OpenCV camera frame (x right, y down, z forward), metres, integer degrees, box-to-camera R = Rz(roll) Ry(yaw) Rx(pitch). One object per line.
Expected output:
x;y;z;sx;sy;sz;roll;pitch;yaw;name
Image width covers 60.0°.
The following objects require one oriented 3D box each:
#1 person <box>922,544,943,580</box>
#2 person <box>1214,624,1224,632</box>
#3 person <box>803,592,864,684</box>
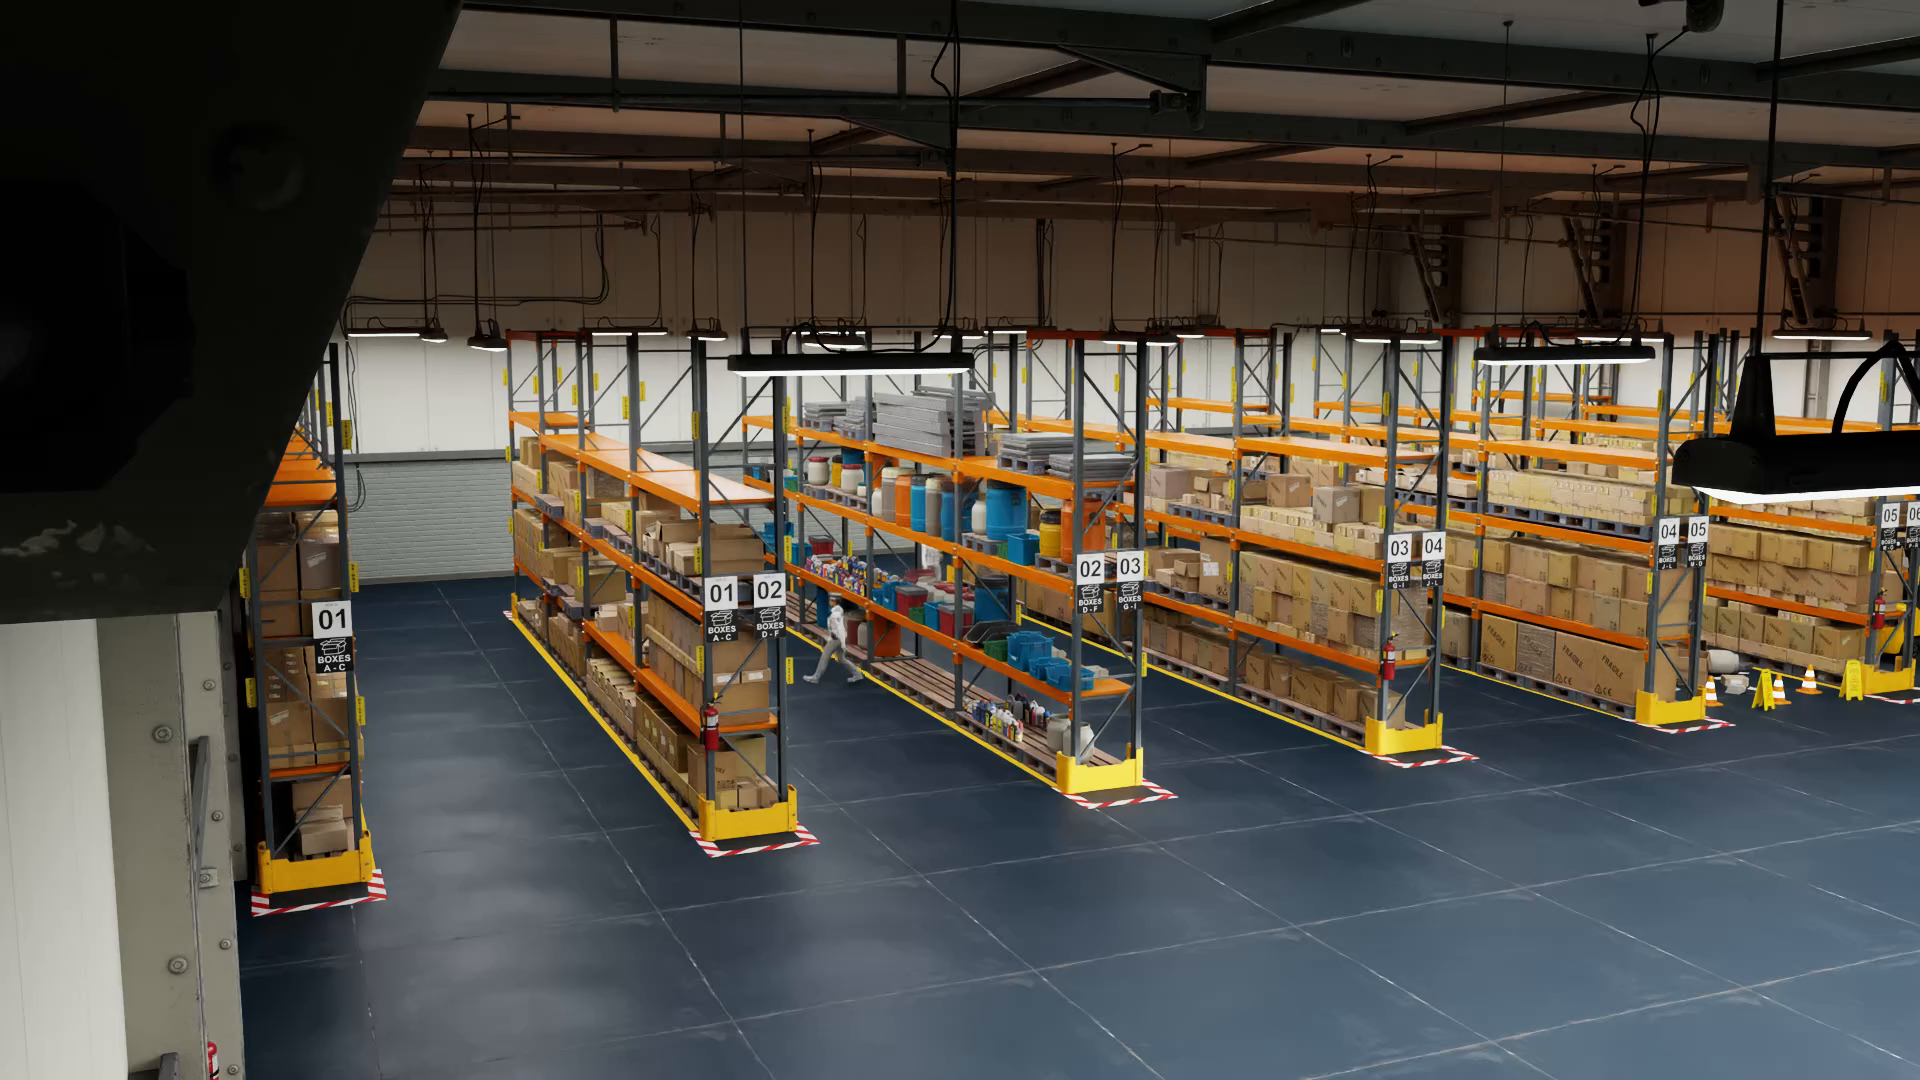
-0.589;0.540;36.493;0.534;1.614;1.034;-3;8;-19;person
5.230;0.971;33.013;0.586;1.784;0.535;-2;8;-17;person
-2.179;1.679;28.427;1.045;1.585;0.482;1;8;8;person
